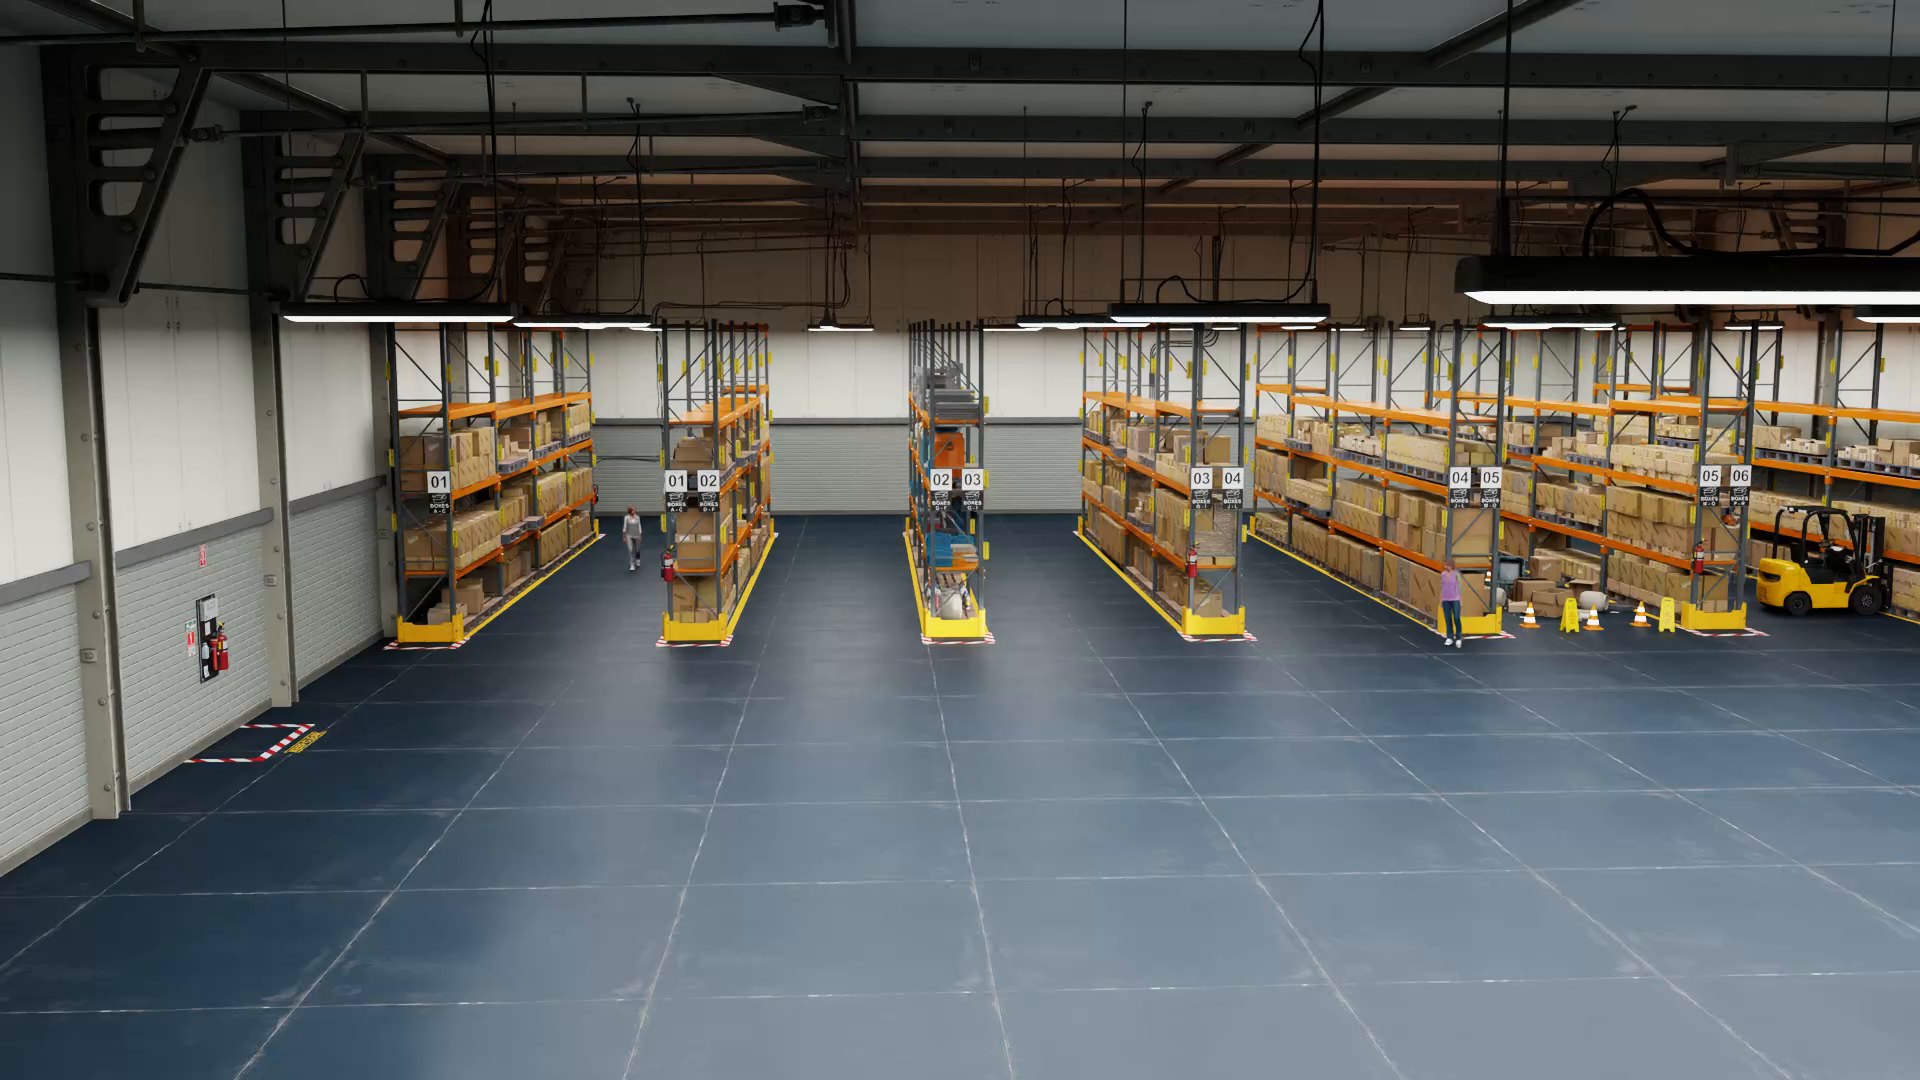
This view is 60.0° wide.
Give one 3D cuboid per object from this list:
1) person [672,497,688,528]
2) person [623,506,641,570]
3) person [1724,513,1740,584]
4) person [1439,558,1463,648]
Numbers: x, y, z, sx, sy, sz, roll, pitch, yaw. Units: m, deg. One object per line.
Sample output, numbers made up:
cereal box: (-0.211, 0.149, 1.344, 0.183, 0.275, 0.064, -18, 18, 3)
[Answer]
person: (-8.092, -1.111, 48.147, 0.550, 1.754, 0.637, 0, 7, -1)
person: (-7.998, -0.071, 40.549, 0.449, 1.561, 0.703, -1, 7, -9)
person: (17.725, 0.213, 38.227, 0.481, 1.695, 0.500, 6, 9, 39)
person: (9.088, 1.147, 30.726, 0.507, 1.627, 0.332, 7, 10, 44)
